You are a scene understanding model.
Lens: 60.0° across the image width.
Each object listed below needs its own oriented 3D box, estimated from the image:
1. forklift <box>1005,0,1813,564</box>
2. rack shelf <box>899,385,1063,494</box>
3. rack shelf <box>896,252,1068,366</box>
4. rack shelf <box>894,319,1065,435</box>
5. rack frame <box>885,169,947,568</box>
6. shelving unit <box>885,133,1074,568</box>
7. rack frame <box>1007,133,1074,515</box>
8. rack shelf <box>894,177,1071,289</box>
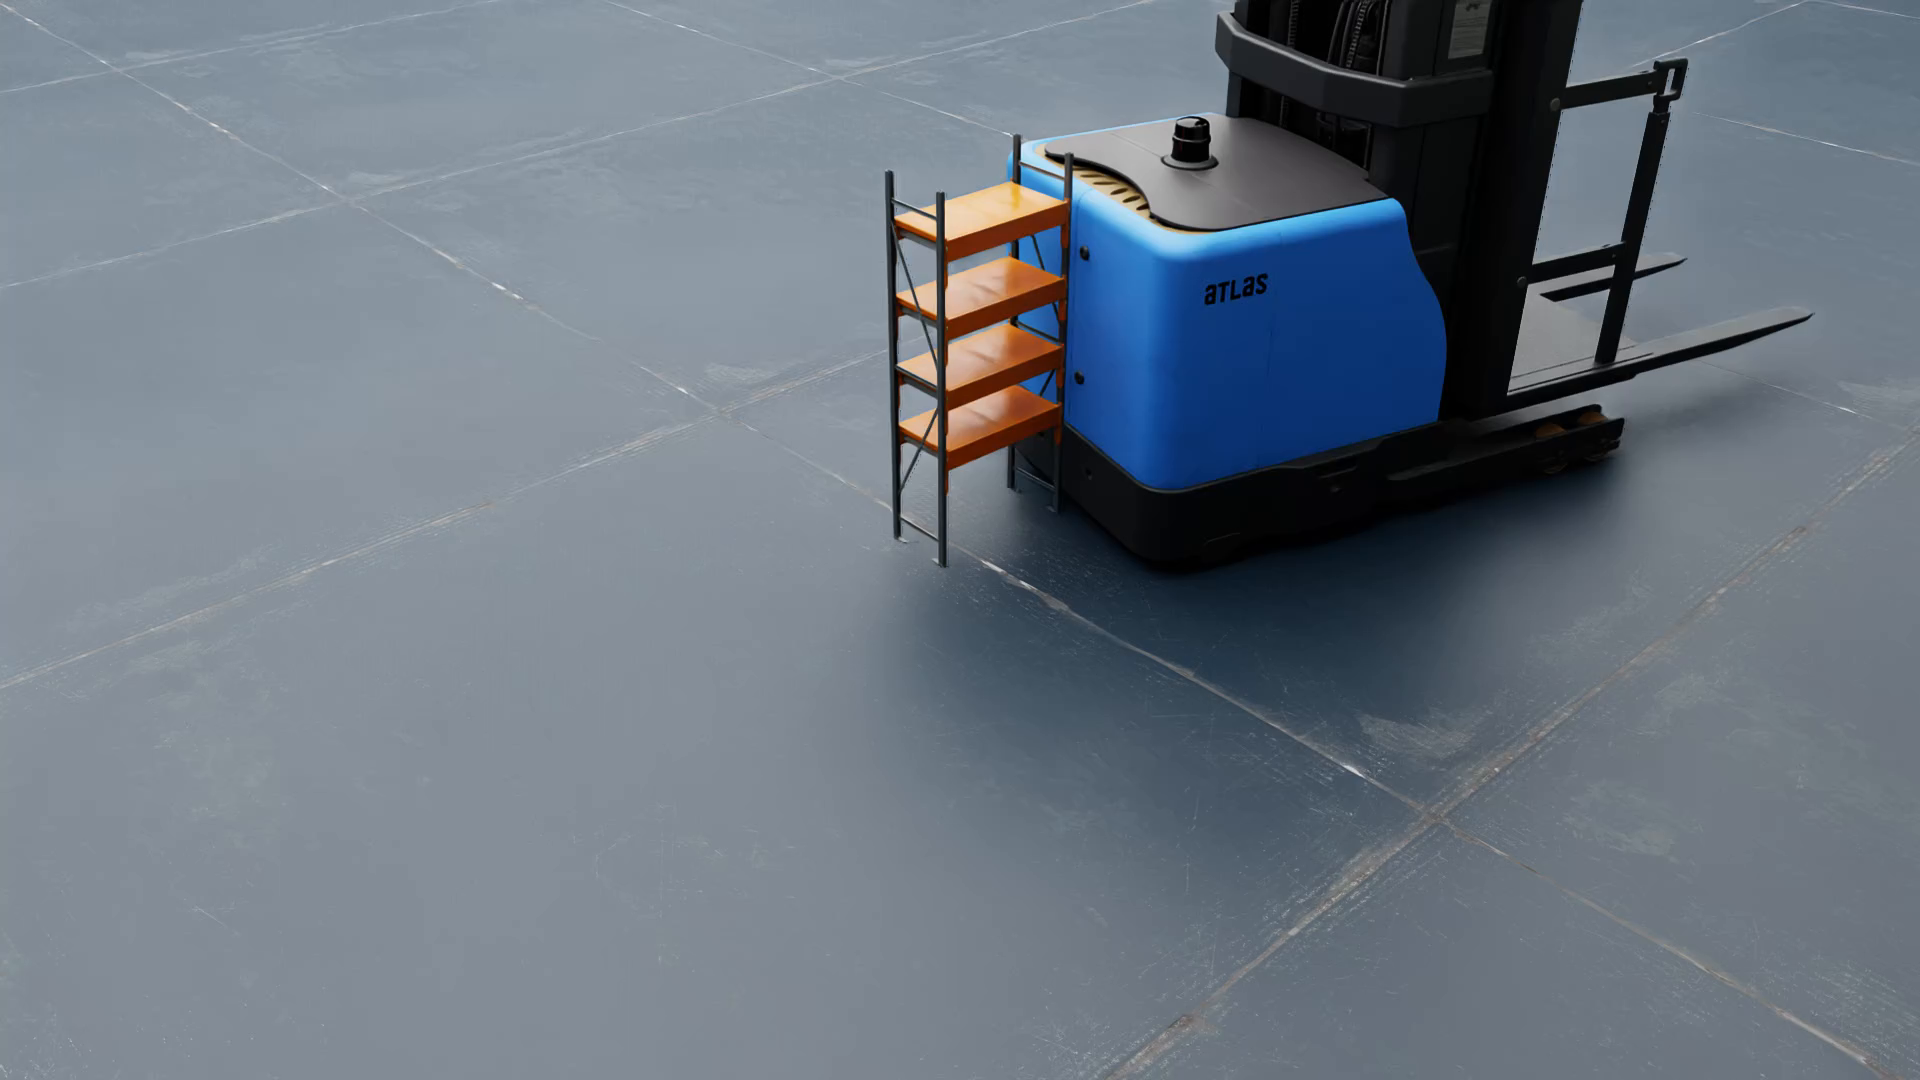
[{"bbox_3d":[1.685,-1.705,5.229,3.031,2.935,1.130,-15,34,-23],"label":"forklift"},{"bbox_3d":[0.058,-0.331,5.151,0.480,0.148,0.258,-25,39,-34],"label":"rack shelf"},{"bbox_3d":[0.058,-0.691,4.930,0.480,0.148,0.258,-25,39,-34],"label":"rack shelf"},{"bbox_3d":[0.058,-0.500,5.047,0.480,0.148,0.258,-25,39,-34],"label":"rack shelf"},{"bbox_3d":[-0.125,-0.474,4.875,0.015,1.200,0.240,-25,39,-34],"label":"rack frame"},{"bbox_3d":[0.058,-0.558,5.012,0.503,1.200,0.258,-25,39,-34],"label":"shelving unit"},{"bbox_3d":[0.241,-0.642,5.149,0.015,1.200,0.240,-25,39,-34],"label":"rack frame"},{"bbox_3d":[0.058,-0.893,4.807,0.480,0.148,0.258,-25,39,-34],"label":"rack shelf"}]
